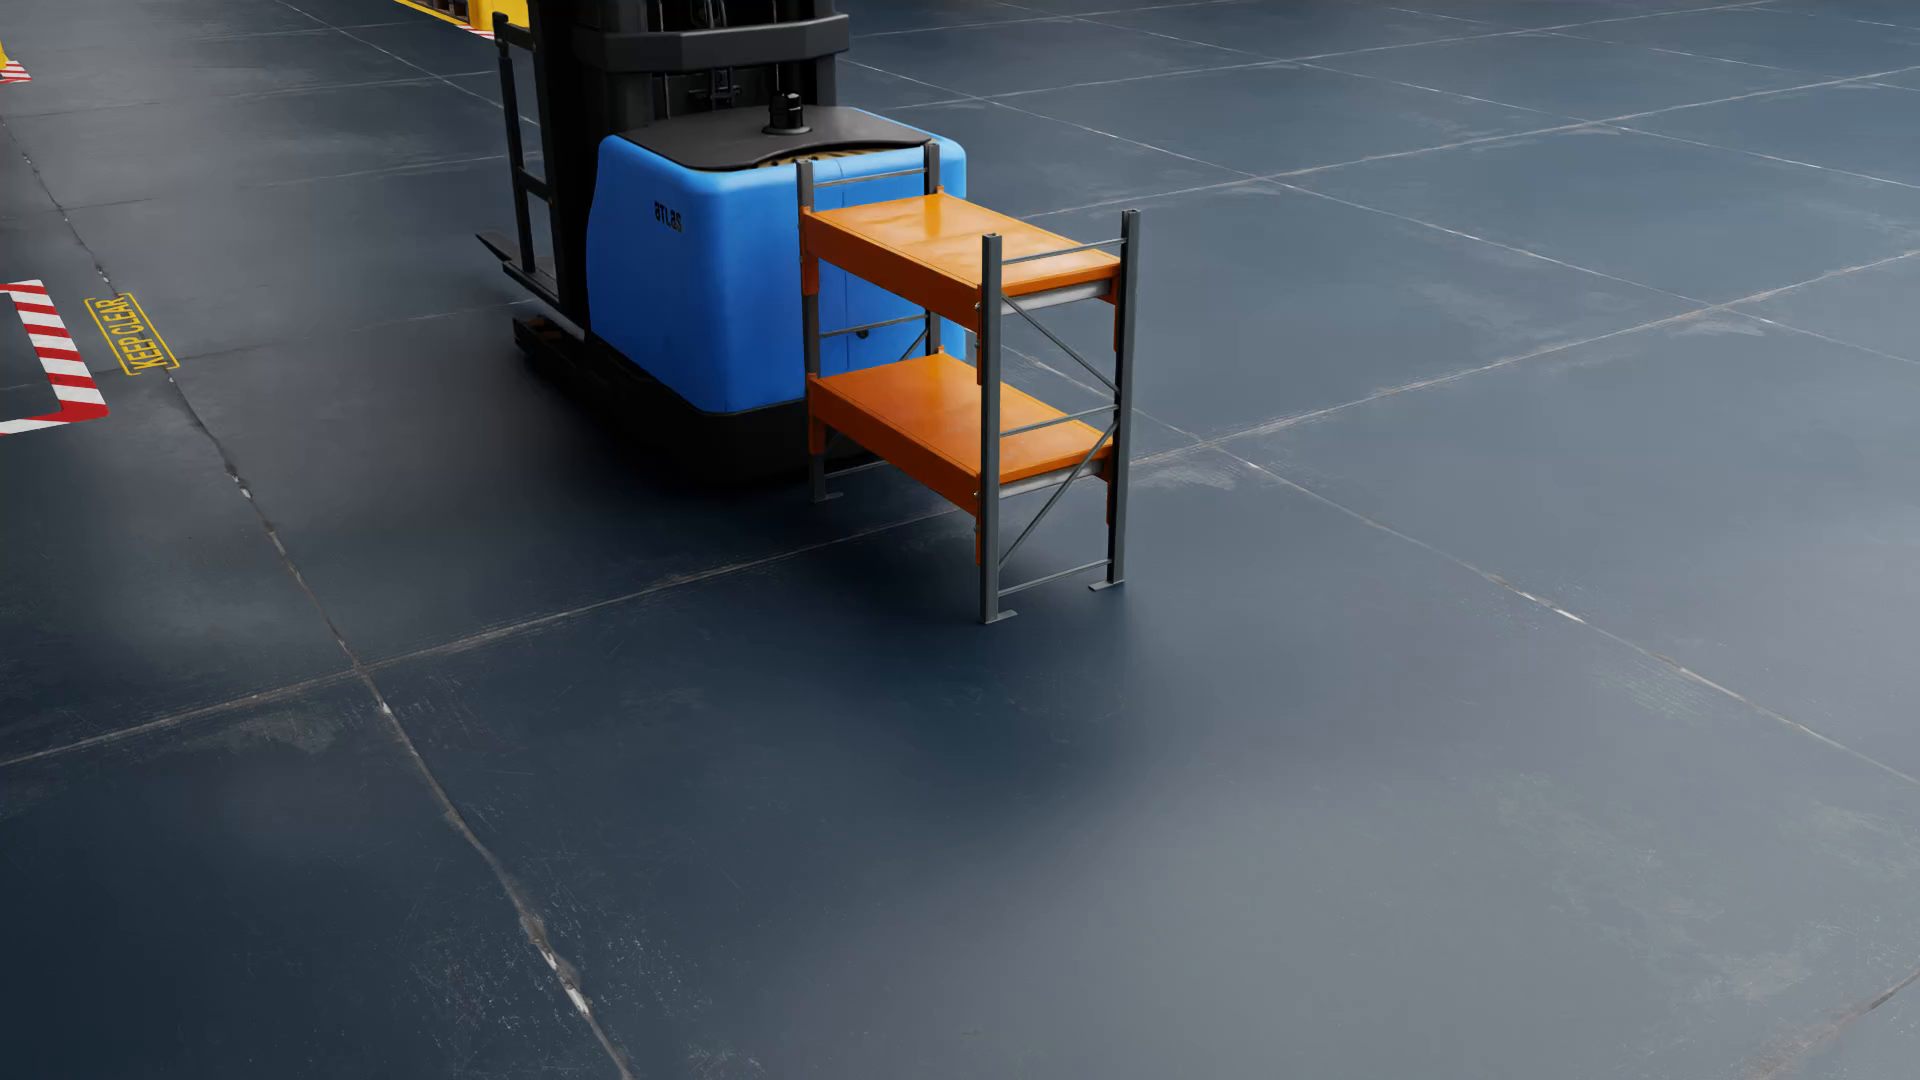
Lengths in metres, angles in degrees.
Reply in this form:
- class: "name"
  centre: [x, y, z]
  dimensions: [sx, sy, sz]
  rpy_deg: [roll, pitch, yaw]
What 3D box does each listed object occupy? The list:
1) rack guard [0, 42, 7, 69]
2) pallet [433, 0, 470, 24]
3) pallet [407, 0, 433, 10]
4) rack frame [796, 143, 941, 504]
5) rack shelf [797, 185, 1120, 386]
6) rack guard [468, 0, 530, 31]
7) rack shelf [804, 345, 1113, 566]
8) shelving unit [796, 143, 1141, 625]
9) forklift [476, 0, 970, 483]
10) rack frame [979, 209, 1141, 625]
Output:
- class: "rack guard"
  centre: [-8.106, -3.872, 12.867]
  dimensions: [1.175, 0.500, 0.348]
  rpy_deg: [-16, 29, -30]
- class: "pallet"
  centre: [-4.369, -5.134, 15.878]
  dimensions: [1.003, 0.211, 1.213]
  rpy_deg: [-16, 29, -30]
- class: "pallet"
  centre: [-5.031, -5.570, 16.801]
  dimensions: [1.003, 0.211, 1.213]
  rpy_deg: [-16, 29, -30]
- class: "rack frame"
  centre: [-0.281, -0.693, 5.400]
  dimensions: [0.500, 1.125, 0.032]
  rpy_deg: [-16, 29, -30]
- class: "rack shelf"
  centre: [-0.004, -0.776, 4.890]
  dimensions: [0.538, 0.278, 1.000]
  rpy_deg: [-16, 29, -30]
- class: "rack guard"
  centre: [-3.903, -4.992, 15.239]
  dimensions: [1.175, 0.500, 0.348]
  rpy_deg: [-16, 29, -30]
- class: "rack shelf"
  centre: [-0.004, -0.290, 5.119]
  dimensions: [0.538, 0.278, 1.000]
  rpy_deg: [-16, 29, -30]
- class: "shelving unit"
  centre: [-0.004, -0.511, 5.015]
  dimensions: [0.538, 1.125, 1.048]
  rpy_deg: [-16, 29, -30]
- class: "forklift"
  centre: [-1.174, -2.097, 6.259]
  dimensions: [1.130, 2.935, 3.031]
  rpy_deg: [-15, 29, -29]
- class: "rack frame"
  centre: [0.274, -0.329, 4.630]
  dimensions: [0.500, 1.125, 0.032]
  rpy_deg: [-16, 29, -30]
